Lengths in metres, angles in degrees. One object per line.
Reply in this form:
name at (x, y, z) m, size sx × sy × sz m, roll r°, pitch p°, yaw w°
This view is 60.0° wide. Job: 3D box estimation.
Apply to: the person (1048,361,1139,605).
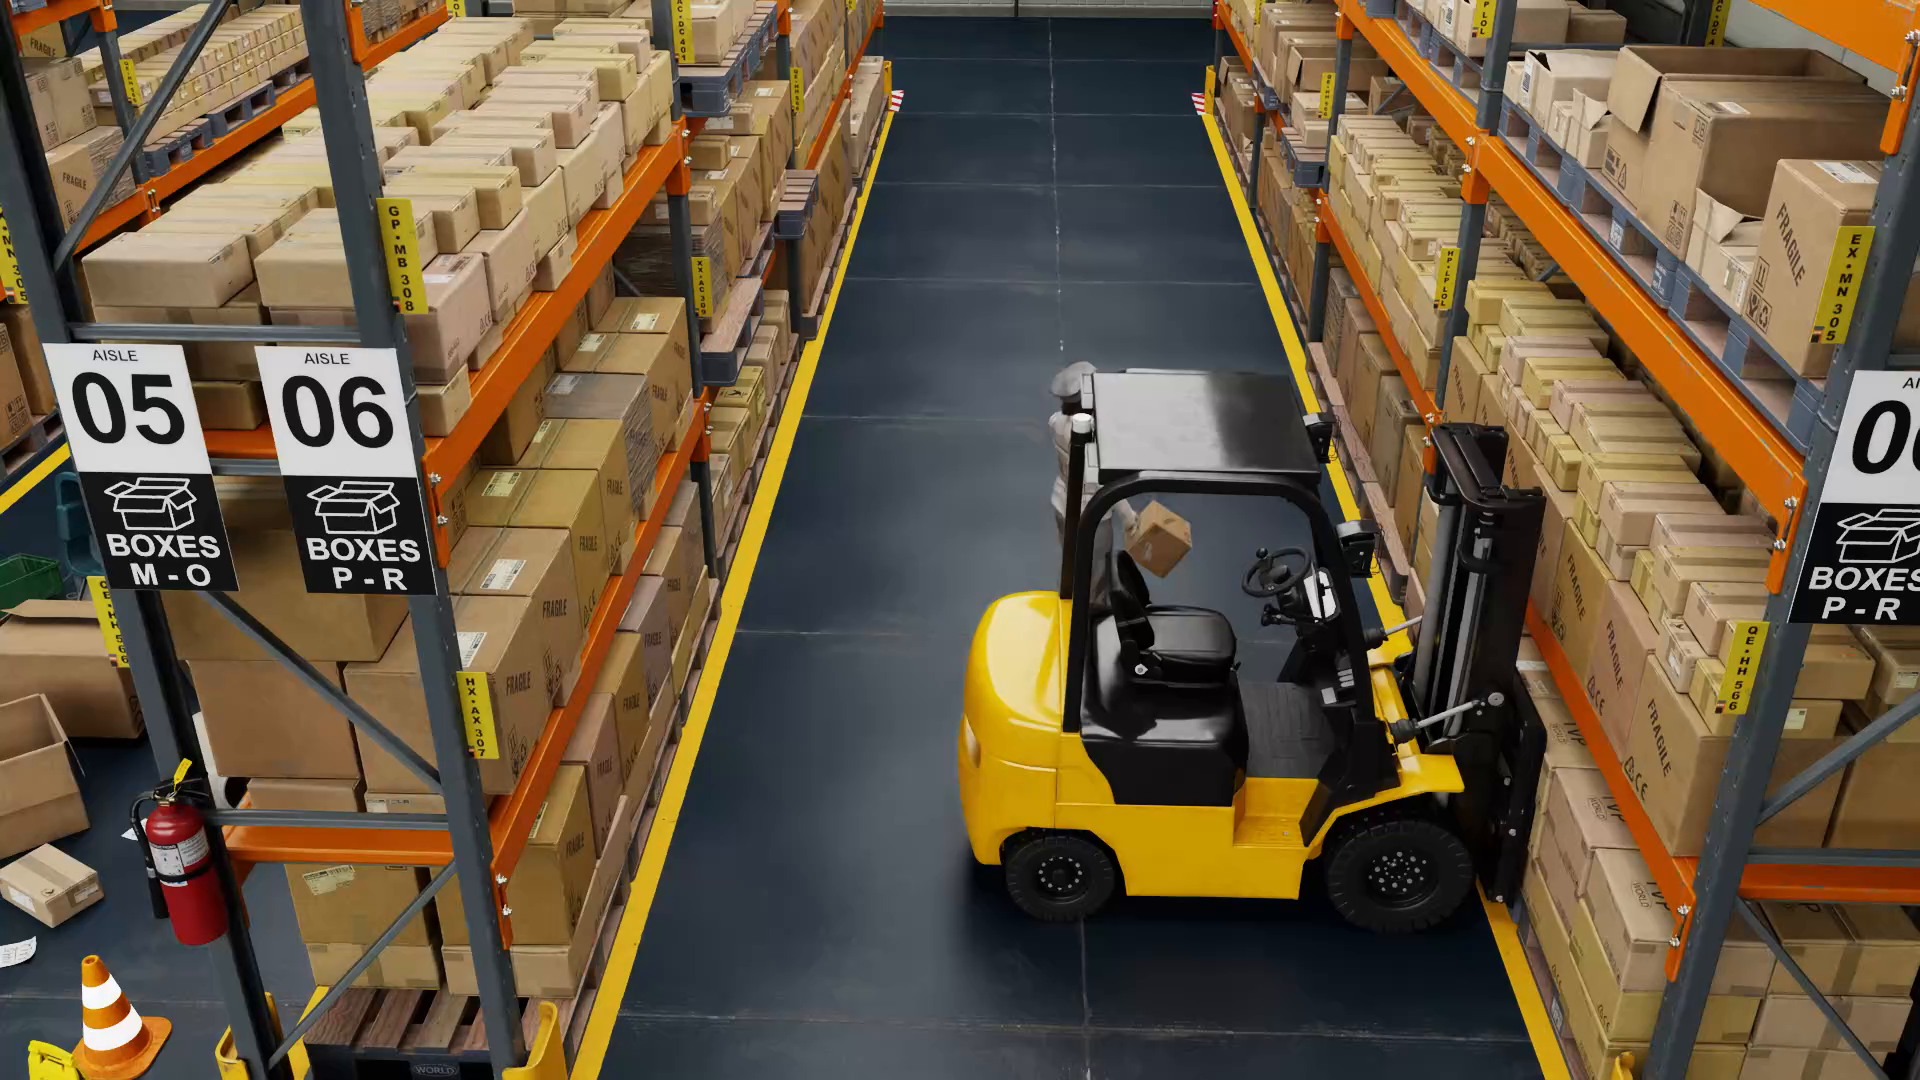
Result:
person at (0.681, -0.137, 8.817) m, size 0.452 × 1.702 × 0.538 m, roll -13°, pitch 31°, yaw -23°
